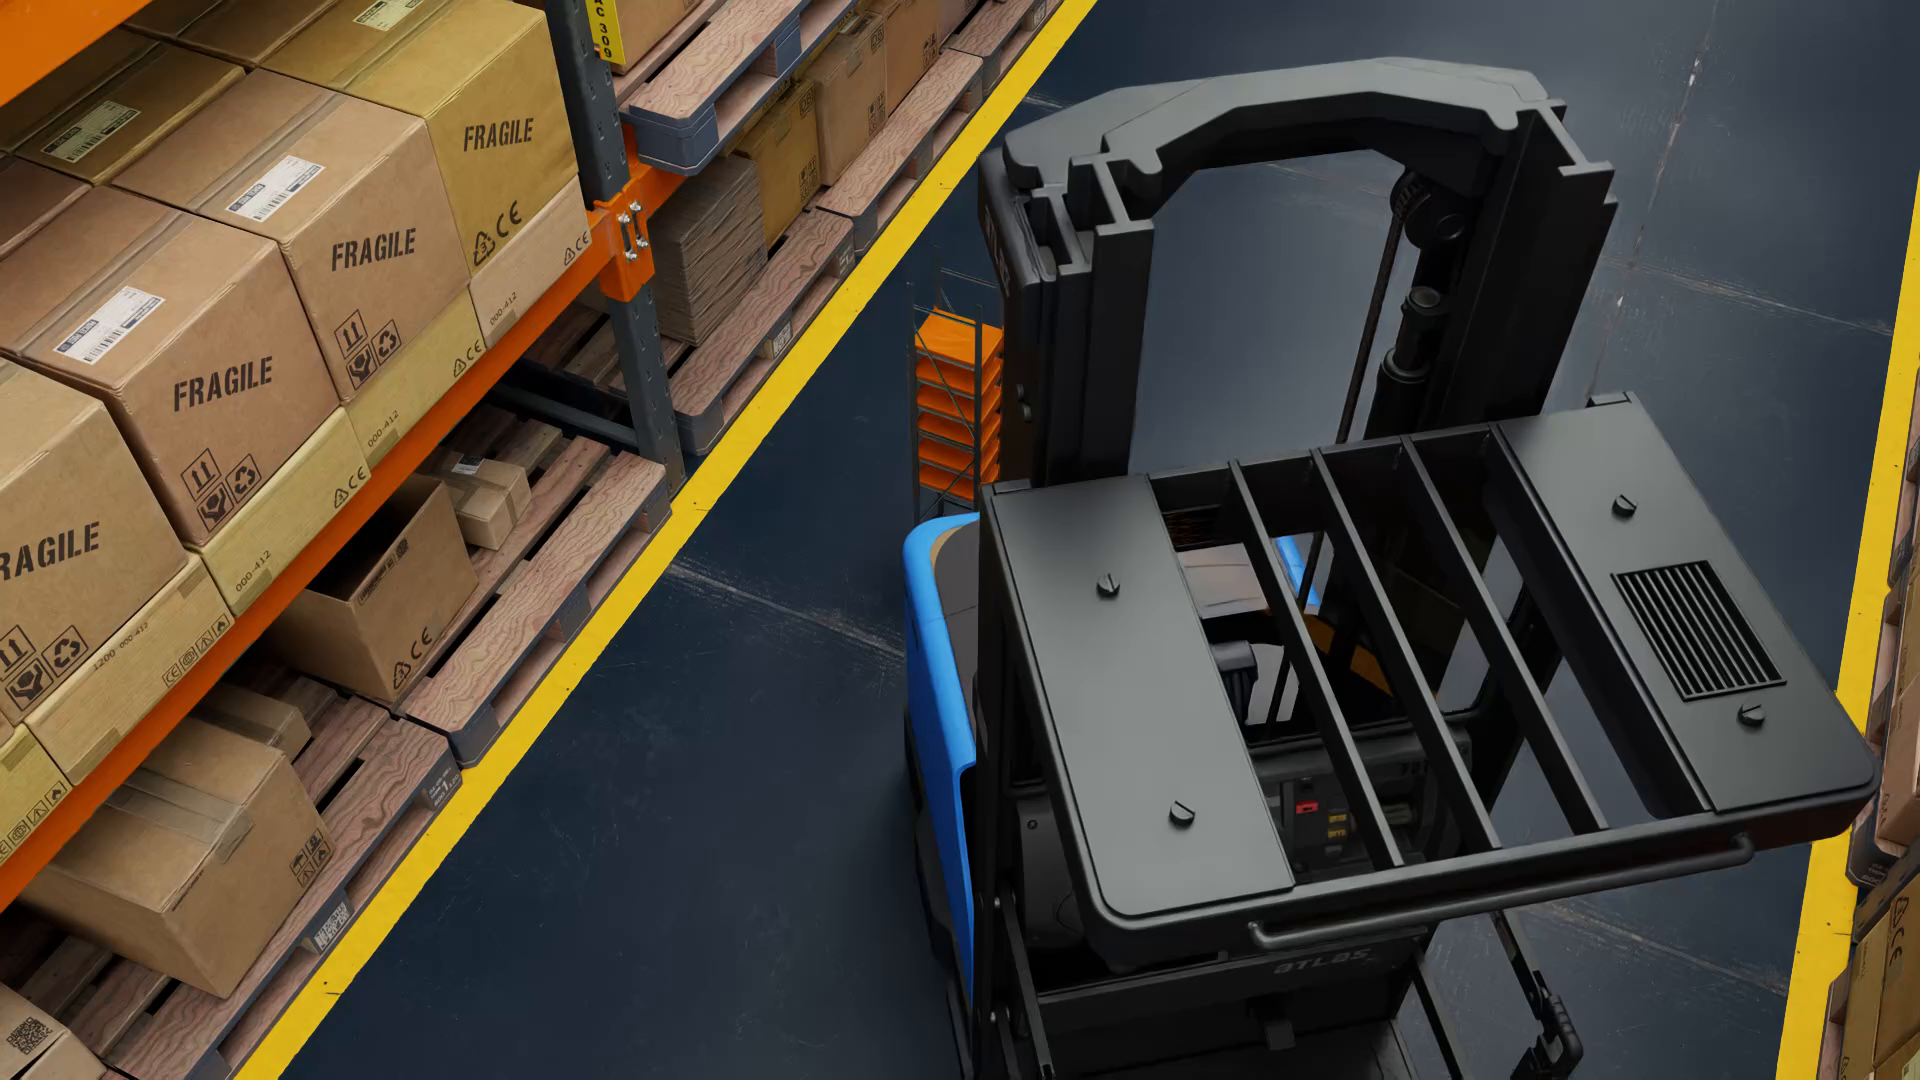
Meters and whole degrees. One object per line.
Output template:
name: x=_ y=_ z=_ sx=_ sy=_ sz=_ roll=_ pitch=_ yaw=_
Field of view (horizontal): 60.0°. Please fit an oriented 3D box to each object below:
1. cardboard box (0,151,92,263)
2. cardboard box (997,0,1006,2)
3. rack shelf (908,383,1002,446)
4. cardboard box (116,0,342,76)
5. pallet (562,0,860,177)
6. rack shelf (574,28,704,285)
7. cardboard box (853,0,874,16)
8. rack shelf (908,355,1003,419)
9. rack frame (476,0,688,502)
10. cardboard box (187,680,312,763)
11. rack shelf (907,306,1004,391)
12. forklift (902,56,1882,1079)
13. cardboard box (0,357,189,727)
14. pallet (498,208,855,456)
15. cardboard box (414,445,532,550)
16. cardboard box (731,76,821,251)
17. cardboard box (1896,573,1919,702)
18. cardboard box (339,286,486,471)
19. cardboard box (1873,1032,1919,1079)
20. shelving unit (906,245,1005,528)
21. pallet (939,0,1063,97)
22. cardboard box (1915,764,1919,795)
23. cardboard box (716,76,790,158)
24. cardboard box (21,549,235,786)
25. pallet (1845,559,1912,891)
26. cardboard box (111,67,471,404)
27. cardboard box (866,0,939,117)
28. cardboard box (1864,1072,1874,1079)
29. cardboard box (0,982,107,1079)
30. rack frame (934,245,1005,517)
cardboard box: x=-2.281 y=-0.553 z=3.844 sx=0.500 sy=0.500 sz=0.500 roll=21 pitch=53 yaw=17
cardboard box: x=-0.001 y=-2.879 z=7.582 sx=0.700 sy=0.500 sz=0.500 roll=20 pitch=53 yaw=17
rack shelf: x=-0.006 y=-0.428 z=5.227 sx=0.258 sy=0.103 sz=0.180 roll=20 pitch=52 yaw=16
cardboard box: x=-1.839 y=-1.250 z=4.437 sx=0.500 sy=0.500 sz=0.500 roll=19 pitch=52 yaw=15
pallet: x=-0.991 y=-1.721 z=5.371 sx=1.003 sy=0.211 sz=1.213 roll=20 pitch=52 yaw=16
rack shelf: x=-0.595 y=-2.449 z=6.336 sx=1.077 sy=0.370 sz=4.000 roll=20 pitch=52 yaw=16
cardboard box: x=-0.517 y=-2.394 z=6.677 sx=0.500 sy=0.250 sz=0.500 roll=20 pitch=52 yaw=16
rack shelf: x=-0.006 y=-0.506 z=5.136 sx=0.258 sy=0.103 sz=0.180 roll=20 pitch=52 yaw=16
rack frame: x=-1.450 y=-1.305 z=4.891 sx=1.000 sy=3.000 sz=0.127 roll=20 pitch=52 yaw=16
cardboard box: x=-2.151 y=0.572 z=4.877 sx=0.380 sy=0.149 sz=0.250 roll=16 pitch=51 yaw=13
rack shelf: x=-0.006 y=-0.583 z=5.044 sx=0.258 sy=0.103 sz=0.180 roll=20 pitch=52 yaw=16
forklift: x=0.620 y=0.731 z=3.204 sx=1.130 sy=2.935 sz=3.031 roll=-8 pitch=50 yaw=-7
cardboard box: x=-2.026 y=-0.032 z=3.401 sx=0.500 sy=0.500 sz=0.500 roll=21 pitch=53 yaw=17
pallet: x=-1.118 y=-0.938 z=6.409 sx=1.003 sy=0.211 sz=1.213 roll=20 pitch=52 yaw=16
cardboard box: x=-1.651 y=-0.151 z=5.480 sx=0.380 sy=0.166 sz=0.250 roll=14 pitch=51 yaw=11
cardboard box: x=-0.975 y=-1.522 z=6.428 sx=0.700 sy=0.500 sz=0.500 roll=19 pitch=52 yaw=15
cardboard box: x=3.164 y=0.332 z=5.028 sx=0.500 sy=0.250 sz=0.500 roll=19 pitch=52 yaw=16
cardboard box: x=-1.598 y=-0.497 z=4.289 sx=0.500 sy=0.250 sz=0.500 roll=20 pitch=52 yaw=16
cardboard box: x=2.343 y=1.381 z=3.643 sx=0.500 sy=0.500 sz=0.500 roll=20 pitch=52 yaw=16
shelving unit: x=-0.006 y=-0.379 z=5.285 sx=0.258 sy=1.200 sz=0.189 roll=20 pitch=52 yaw=16
pallet: x=-0.076 y=-2.618 z=7.839 sx=1.003 sy=0.211 sz=1.213 roll=20 pitch=52 yaw=16
cardboard box: x=2.945 y=0.506 z=4.512 sx=0.500 sy=0.311 sz=0.500 roll=20 pitch=52 yaw=16
cardboard box: x=-0.965 y=-1.697 z=6.084 sx=0.500 sy=0.250 sz=0.500 roll=19 pitch=52 yaw=15
cardboard box: x=-2.013 y=0.201 z=3.695 sx=0.500 sy=0.250 sz=0.500 roll=20 pitch=53 yaw=16
pallet: x=3.310 y=0.688 z=5.026 sx=1.003 sy=0.211 sz=1.213 roll=20 pitch=52 yaw=16
cardboard box: x=-1.580 y=-0.734 z=3.998 sx=0.500 sy=0.500 sz=0.500 roll=20 pitch=52 yaw=16
cardboard box: x=-0.513 y=-2.210 z=7.014 sx=0.700 sy=0.500 sz=0.500 roll=20 pitch=52 yaw=16
cardboard box: x=2.341 y=1.623 z=3.929 sx=0.500 sy=0.250 sz=0.500 roll=20 pitch=52 yaw=16
cardboard box: x=-2.538 y=1.339 z=4.118 sx=0.500 sy=0.311 sz=0.500 roll=24 pitch=54 yaw=19
rack frame: x=0.033 y=-0.442 z=5.338 sx=0.240 sy=1.200 sz=0.006 roll=20 pitch=52 yaw=16
